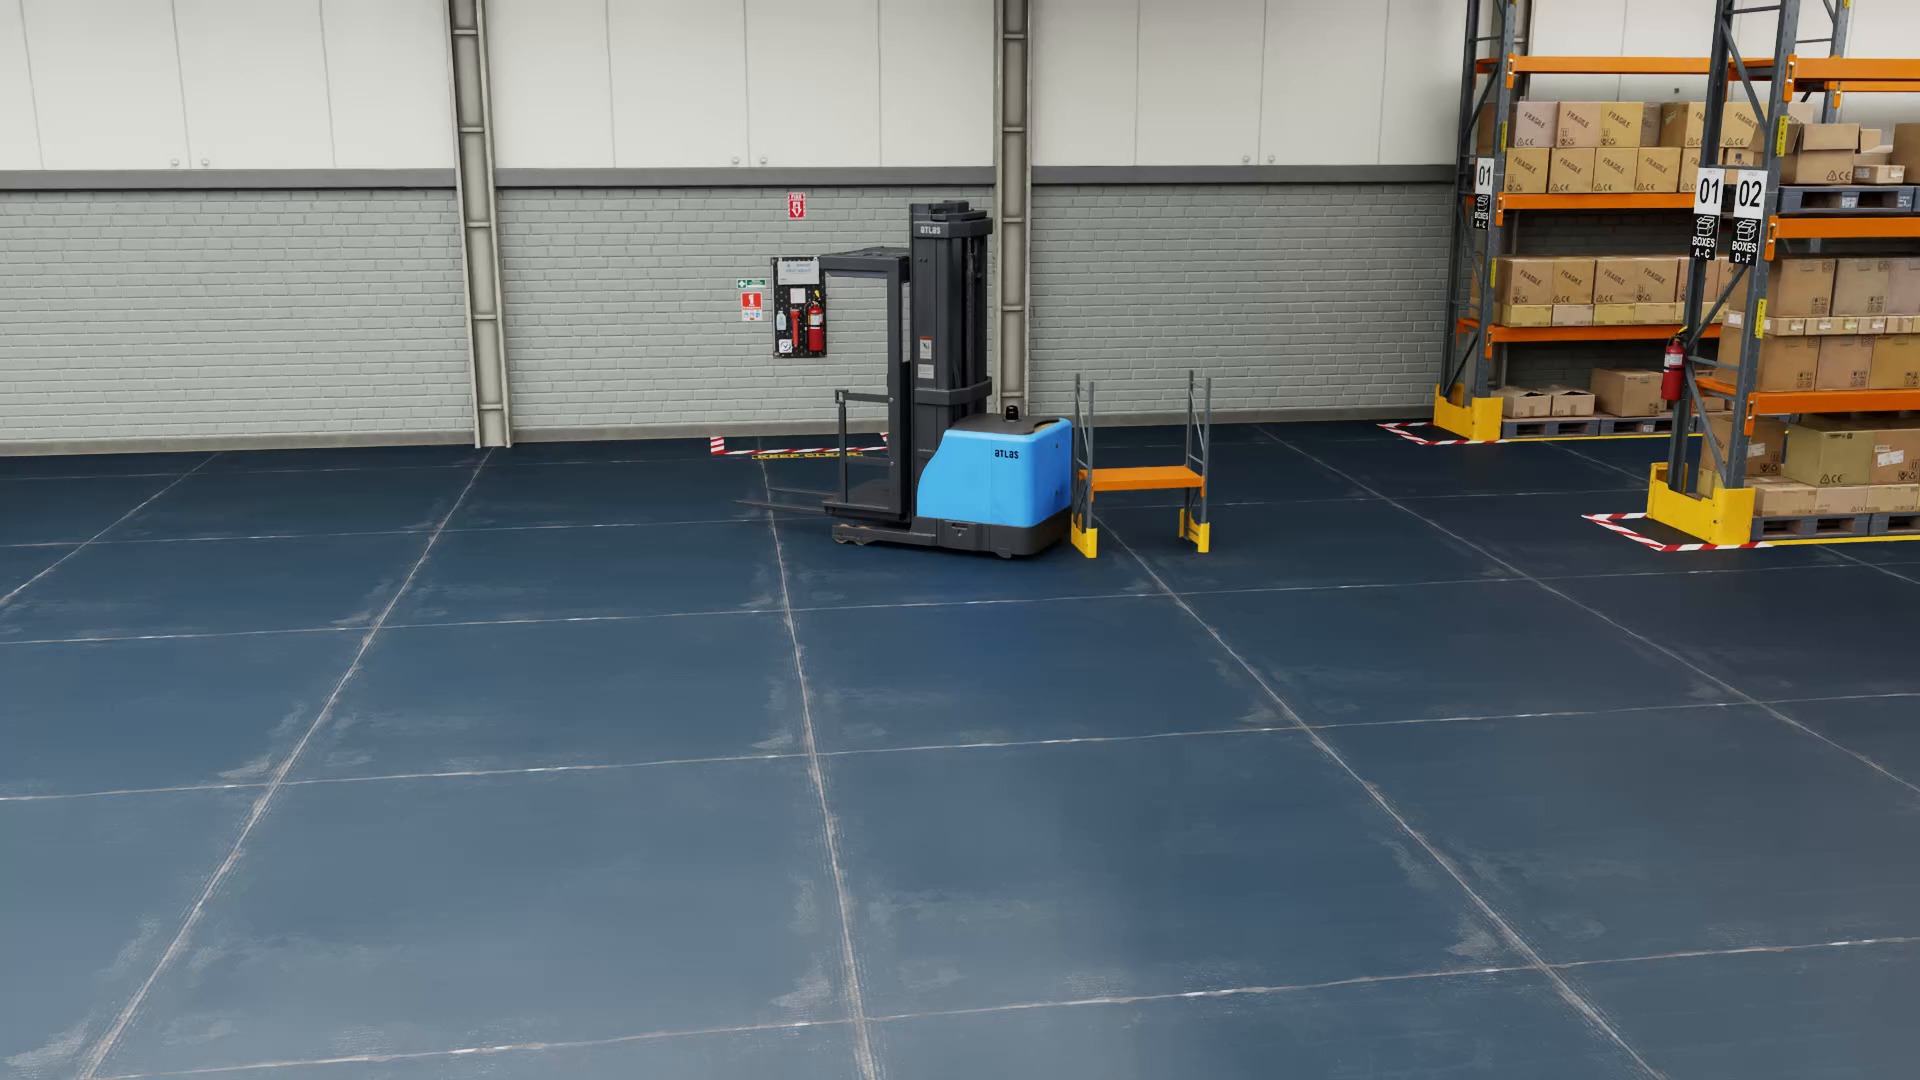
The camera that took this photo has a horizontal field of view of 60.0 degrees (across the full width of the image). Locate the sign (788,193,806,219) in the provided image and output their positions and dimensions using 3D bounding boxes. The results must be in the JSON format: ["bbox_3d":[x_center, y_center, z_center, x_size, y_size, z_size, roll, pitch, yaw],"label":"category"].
[{"bbox_3d":[-1.872,-3.828,19.054,0.199,0.298,0.001,-2,14,-8],"label":"sign"}]

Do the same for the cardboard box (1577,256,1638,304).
[{"bbox_3d":[7.489,-3.023,19.334,0.500,0.500,0.500,-3,14,-10],"label":"cardboard box"}]

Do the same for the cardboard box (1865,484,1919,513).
[{"bbox_3d":[8.263,-0.426,15.043,0.500,0.250,0.500,-2,14,-8],"label":"cardboard box"}]

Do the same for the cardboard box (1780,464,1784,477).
[{"bbox_3d":[7.690,-0.534,15.476,0.500,0.250,0.500,-2,14,-8],"label":"cardboard box"}]

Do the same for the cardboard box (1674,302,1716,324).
[{"bbox_3d":[8.513,-2.698,19.582,0.500,0.250,0.500,-2,14,-9],"label":"cardboard box"}]

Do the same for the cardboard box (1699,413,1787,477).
[{"bbox_3d":[7.198,-0.878,15.303,0.500,0.500,0.500,-2,14,-8],"label":"cardboard box"}]

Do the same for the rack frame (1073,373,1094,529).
[{"bbox_3d":[1.051,-0.646,14.215,0.032,1.500,0.500,-3,14,-10],"label":"rack frame"}]

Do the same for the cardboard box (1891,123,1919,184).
[{"bbox_3d":[8.395,-3.322,14.280,0.500,0.500,0.500,-2,14,-8],"label":"cardboard box"}]

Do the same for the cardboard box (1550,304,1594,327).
[{"bbox_3d":[7.011,-2.645,19.369,0.500,0.250,0.500,-3,14,-10],"label":"cardboard box"}]

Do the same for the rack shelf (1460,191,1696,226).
[{"bbox_3d":[7.948,-3.923,19.510,4.000,0.370,1.077,-2,14,-8],"label":"rack shelf"}]

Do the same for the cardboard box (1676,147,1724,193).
[{"bbox_3d":[8.418,-4.280,19.210,0.500,0.500,0.500,-3,14,-11],"label":"cardboard box"}]

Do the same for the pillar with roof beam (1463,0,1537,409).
[{"bbox_3d":[7.175,-4.852,15.570,0.400,9.000,9.100,-2,14,-8],"label":"pillar with roof beam"}]

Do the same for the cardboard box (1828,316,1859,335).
[{"bbox_3d":[7.639,-1.897,14.582,0.250,0.149,0.380,-2,14,-8],"label":"cardboard box"}]

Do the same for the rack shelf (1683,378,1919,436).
[{"bbox_3d":[8.689,-1.276,15.124,4.000,0.370,1.077,-2,14,-8],"label":"rack shelf"}]

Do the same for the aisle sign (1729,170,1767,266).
[{"bbox_3d":[6.692,-2.738,14.128,0.004,0.787,0.394,-2,14,-8],"label":"aisle sign"}]

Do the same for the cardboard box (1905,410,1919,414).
[{"bbox_3d":[9.173,-0.954,15.607,0.500,0.500,0.500,-2,14,-8],"label":"cardboard box"}]

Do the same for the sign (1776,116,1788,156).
[{"bbox_3d":[6.788,-3.337,13.734,0.005,0.325,0.100,-2,14,-8],"label":"sign"}]

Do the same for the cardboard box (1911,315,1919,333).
[{"bbox_3d":[8.405,-1.926,14.695,0.250,0.149,0.380,-2,14,-9],"label":"cardboard box"}]

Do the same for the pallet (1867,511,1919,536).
[{"bbox_3d":[8.665,-0.282,15.411,1.213,0.211,1.003,-2,14,-8],"label":"pallet"}]

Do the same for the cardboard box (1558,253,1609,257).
[{"bbox_3d":[7.414,-3.149,19.837,0.500,0.500,0.500,-2,14,-10],"label":"cardboard box"}]

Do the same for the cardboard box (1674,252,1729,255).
[{"bbox_3d":[8.917,-3.205,20.062,0.500,0.500,0.500,-2,14,-9],"label":"cardboard box"}]

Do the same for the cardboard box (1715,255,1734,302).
[{"bbox_3d":[9.011,-3.079,19.559,0.500,0.500,0.500,-2,14,-9],"label":"cardboard box"}]

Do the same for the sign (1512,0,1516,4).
[{"bbox_3d":[6.051,-6.015,18.125,0.005,0.325,0.100,-2,14,-8],"label":"sign"}]

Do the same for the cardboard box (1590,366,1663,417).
[{"bbox_3d":[7.964,-1.784,19.903,0.500,0.500,0.700,-3,14,-12],"label":"cardboard box"}]

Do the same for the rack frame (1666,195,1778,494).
[{"bbox_3d":[6.712,-1.553,14.748,0.127,3.000,1.000,-2,14,-8],"label":"rack frame"}]

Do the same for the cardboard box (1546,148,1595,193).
[{"bbox_3d":[6.874,-4.220,18.971,0.500,0.500,0.500,-1,14,-5],"label":"cardboard box"}]

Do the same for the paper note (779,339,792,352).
[{"bbox_3d":[-2.034,-2.263,19.390,0.142,0.148,0.016,-2,14,-8],"label":"paper note"}]

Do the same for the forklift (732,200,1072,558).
[{"bbox_3d":[-0.571,-1.484,14.615,3.031,2.935,1.130,6,15,23],"label":"forklift"}]

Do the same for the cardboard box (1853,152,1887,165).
[{"bbox_3d":[7.811,-3.312,14.752,0.500,0.250,0.500,-2,14,-8],"label":"cardboard box"}]

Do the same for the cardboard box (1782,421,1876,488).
[{"bbox_3d":[7.769,-0.771,14.878,0.500,0.500,0.500,-2,14,-8],"label":"cardboard box"}]

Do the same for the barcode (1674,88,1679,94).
[{"bbox_3d":[8.487,-5.319,19.692,0.075,0.075,0.001,-2,14,-8],"label":"barcode"}]

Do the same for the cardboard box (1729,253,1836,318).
[{"bbox_3d":[7.227,-2.246,14.641,0.500,0.500,0.700,-2,14,-8],"label":"cardboard box"}]

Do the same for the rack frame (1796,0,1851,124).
[{"bbox_3d":[9.925,-5.799,19.347,0.127,3.000,1.000,-2,14,-8],"label":"rack frame"}]

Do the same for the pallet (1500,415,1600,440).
[{"bbox_3d":[6.854,-1.416,19.932,1.213,0.211,1.003,-2,14,-8],"label":"pallet"}]

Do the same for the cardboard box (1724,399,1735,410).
[{"bbox_3d":[9.401,-1.702,20.262,0.250,0.166,0.380,-4,15,-16],"label":"cardboard box"}]

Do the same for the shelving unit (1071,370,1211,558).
[{"bbox_3d":[1.560,-0.670,14.308,1.083,1.500,0.587,-3,14,-10],"label":"shelving unit"}]

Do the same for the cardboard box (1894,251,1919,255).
[{"bbox_3d":[8.740,-2.303,14.868,0.500,0.500,0.700,-2,14,-8],"label":"cardboard box"}]

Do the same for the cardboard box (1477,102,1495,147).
[{"bbox_3d":[6.357,-4.821,19.310,0.500,0.500,0.500,-1,14,-6],"label":"cardboard box"}]

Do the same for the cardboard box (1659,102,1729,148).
[{"bbox_3d":[8.415,-4.760,19.068,0.500,0.500,0.500,-3,14,-10],"label":"cardboard box"}]

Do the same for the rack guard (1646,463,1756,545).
[{"bbox_3d":[6.688,-0.340,15.048,0.348,0.500,1.175,-2,14,-8],"label":"rack guard"}]

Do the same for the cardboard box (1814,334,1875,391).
[{"bbox_3d":[7.694,-1.635,14.871,0.500,0.500,0.700,-2,14,-7],"label":"cardboard box"}]

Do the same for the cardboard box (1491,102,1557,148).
[{"bbox_3d":[6.387,-4.698,18.820,0.500,0.500,0.500,-3,14,-12],"label":"cardboard box"}]

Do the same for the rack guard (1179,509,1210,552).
[{"bbox_3d":[2.049,-0.086,14.550,0.087,0.250,0.587,-3,14,-10],"label":"rack guard"}]

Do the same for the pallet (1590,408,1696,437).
[{"bbox_3d":[8.057,-1.459,20.105,1.213,0.211,1.003,-2,14,-8],"label":"pallet"}]
